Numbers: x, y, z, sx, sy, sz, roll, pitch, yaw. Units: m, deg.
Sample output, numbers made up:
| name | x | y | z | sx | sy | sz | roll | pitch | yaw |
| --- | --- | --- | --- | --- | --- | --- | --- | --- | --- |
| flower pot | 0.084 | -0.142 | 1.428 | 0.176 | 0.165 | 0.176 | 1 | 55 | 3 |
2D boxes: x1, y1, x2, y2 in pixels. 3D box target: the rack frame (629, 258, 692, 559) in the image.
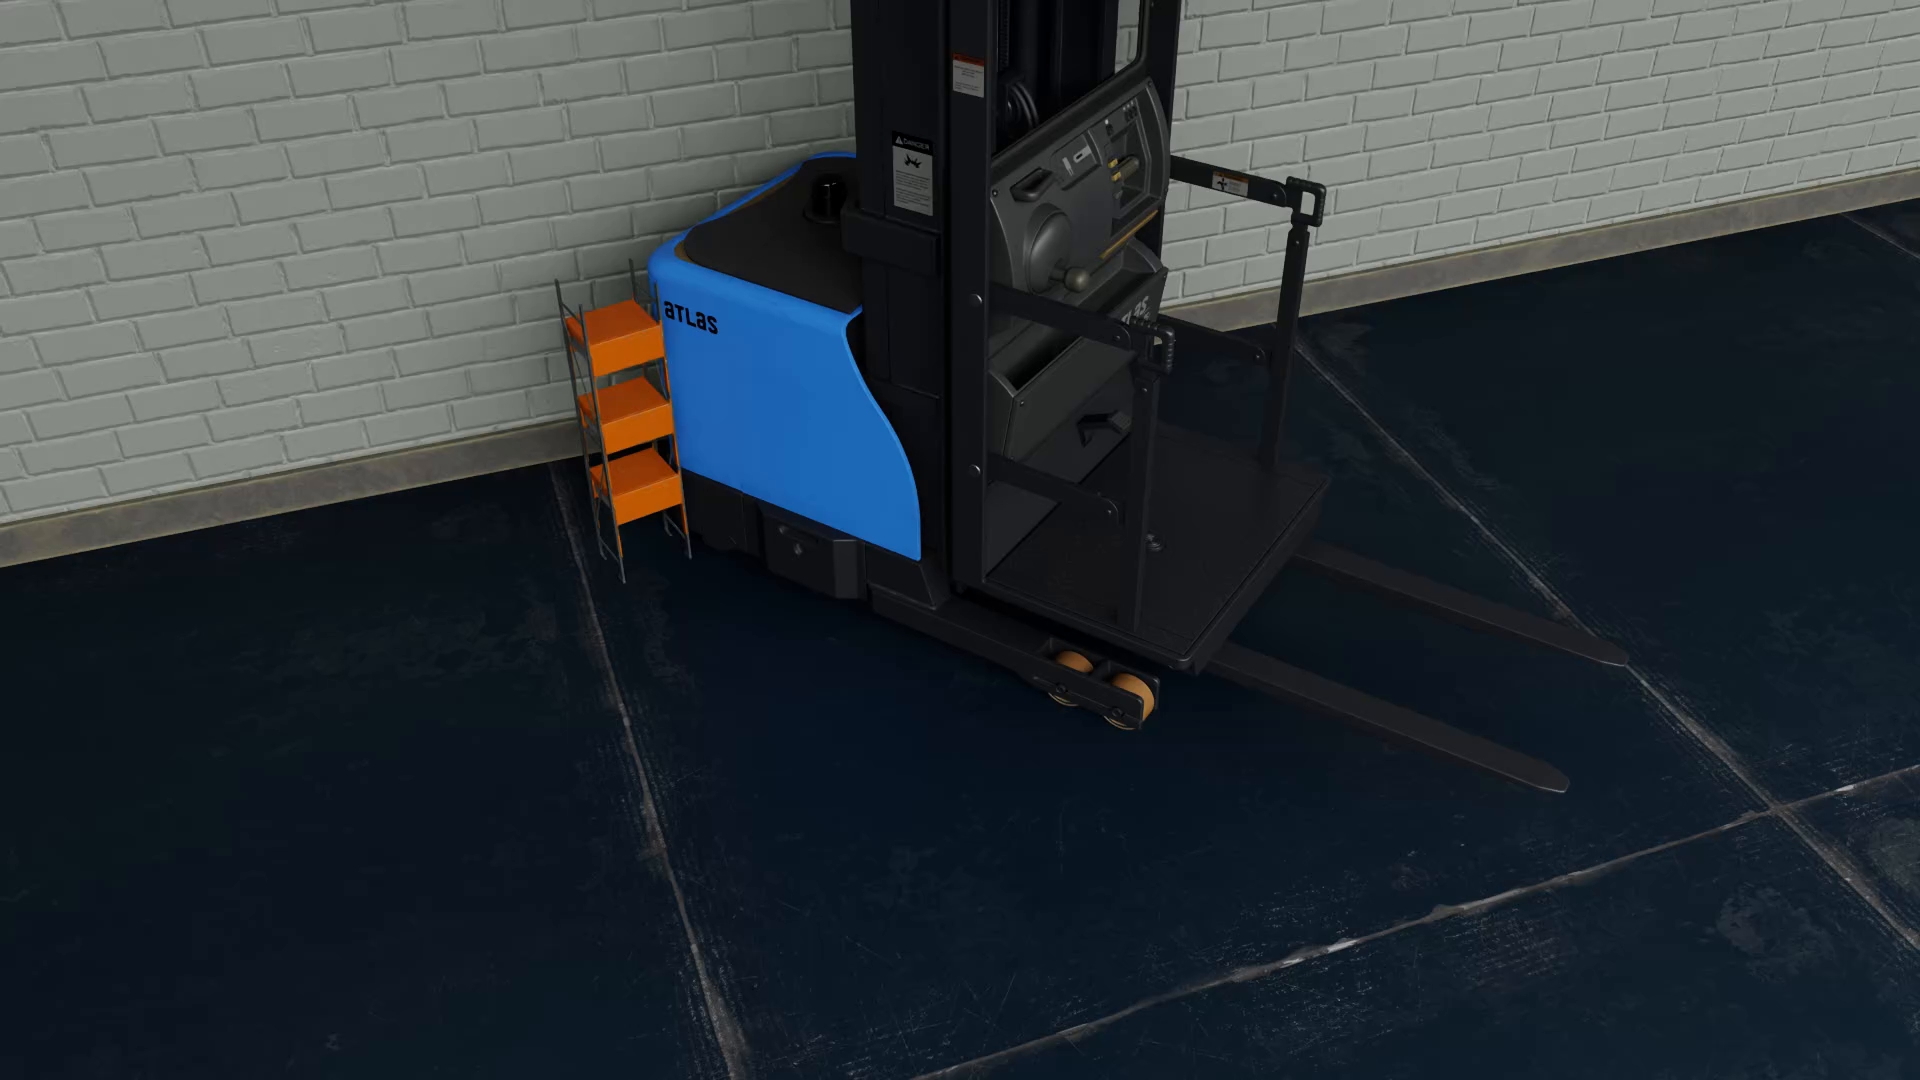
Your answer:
| name | x | y | z | sx | sy | sz | roll | pitch | yaw |
| --- | --- | --- | --- | --- | --- | --- | --- | --- | --- |
| rack frame | -0.972 | -0.406 | 5.416 | 0.008 | 1.050 | 0.200 | -22 | 42 | -26 |

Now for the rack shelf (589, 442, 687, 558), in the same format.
| name | x | y | z | sx | sy | sz | roll | pitch | yaw |
| --- | --- | --- | --- | --- | --- | --- | --- | --- | --- |
| rack shelf | -1.074 | -0.135 | 5.536 | 0.240 | 0.259 | 0.215 | -22 | 42 | -26 |

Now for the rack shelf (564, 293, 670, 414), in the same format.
| name | x | y | z | sx | sy | sz | roll | pitch | yaw |
| --- | --- | --- | --- | --- | --- | --- | --- | --- | --- |
| rack shelf | -1.074 | -0.583 | 5.198 | 0.240 | 0.259 | 0.215 | -22 | 42 | -26 |

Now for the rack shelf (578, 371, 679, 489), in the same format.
| name | x | y | z | sx | sy | sz | roll | pitch | yaw |
| --- | --- | --- | --- | --- | --- | --- | --- | --- | --- |
| rack shelf | -1.074 | -0.357 | 5.369 | 0.240 | 0.259 | 0.215 | -22 | 42 | -26 |

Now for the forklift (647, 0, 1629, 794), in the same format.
| name | x | y | z | sx | sy | sz | roll | pitch | yaw |
| --- | --- | --- | --- | --- | --- | --- | --- | --- | --- |
| forklift | 0.527 | -0.969 | 4.601 | 3.031 | 2.935 | 1.130 | 21 | 42 | 25 |

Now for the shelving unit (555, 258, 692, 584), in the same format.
| name | x | y | z | sx | sy | sz | roll | pitch | yaw |
| --- | --- | --- | --- | --- | --- | --- | --- | --- | --- |
| shelving unit | -1.074 | -0.365 | 5.362 | 0.252 | 1.050 | 0.215 | -22 | 42 | -26 |

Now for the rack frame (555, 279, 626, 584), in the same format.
| name | x | y | z | sx | sy | sz | roll | pitch | yaw |
| --- | --- | --- | --- | --- | --- | --- | --- | --- | --- |
| rack frame | -1.176 | -0.325 | 5.309 | 0.008 | 1.050 | 0.200 | -22 | 42 | -26 |
